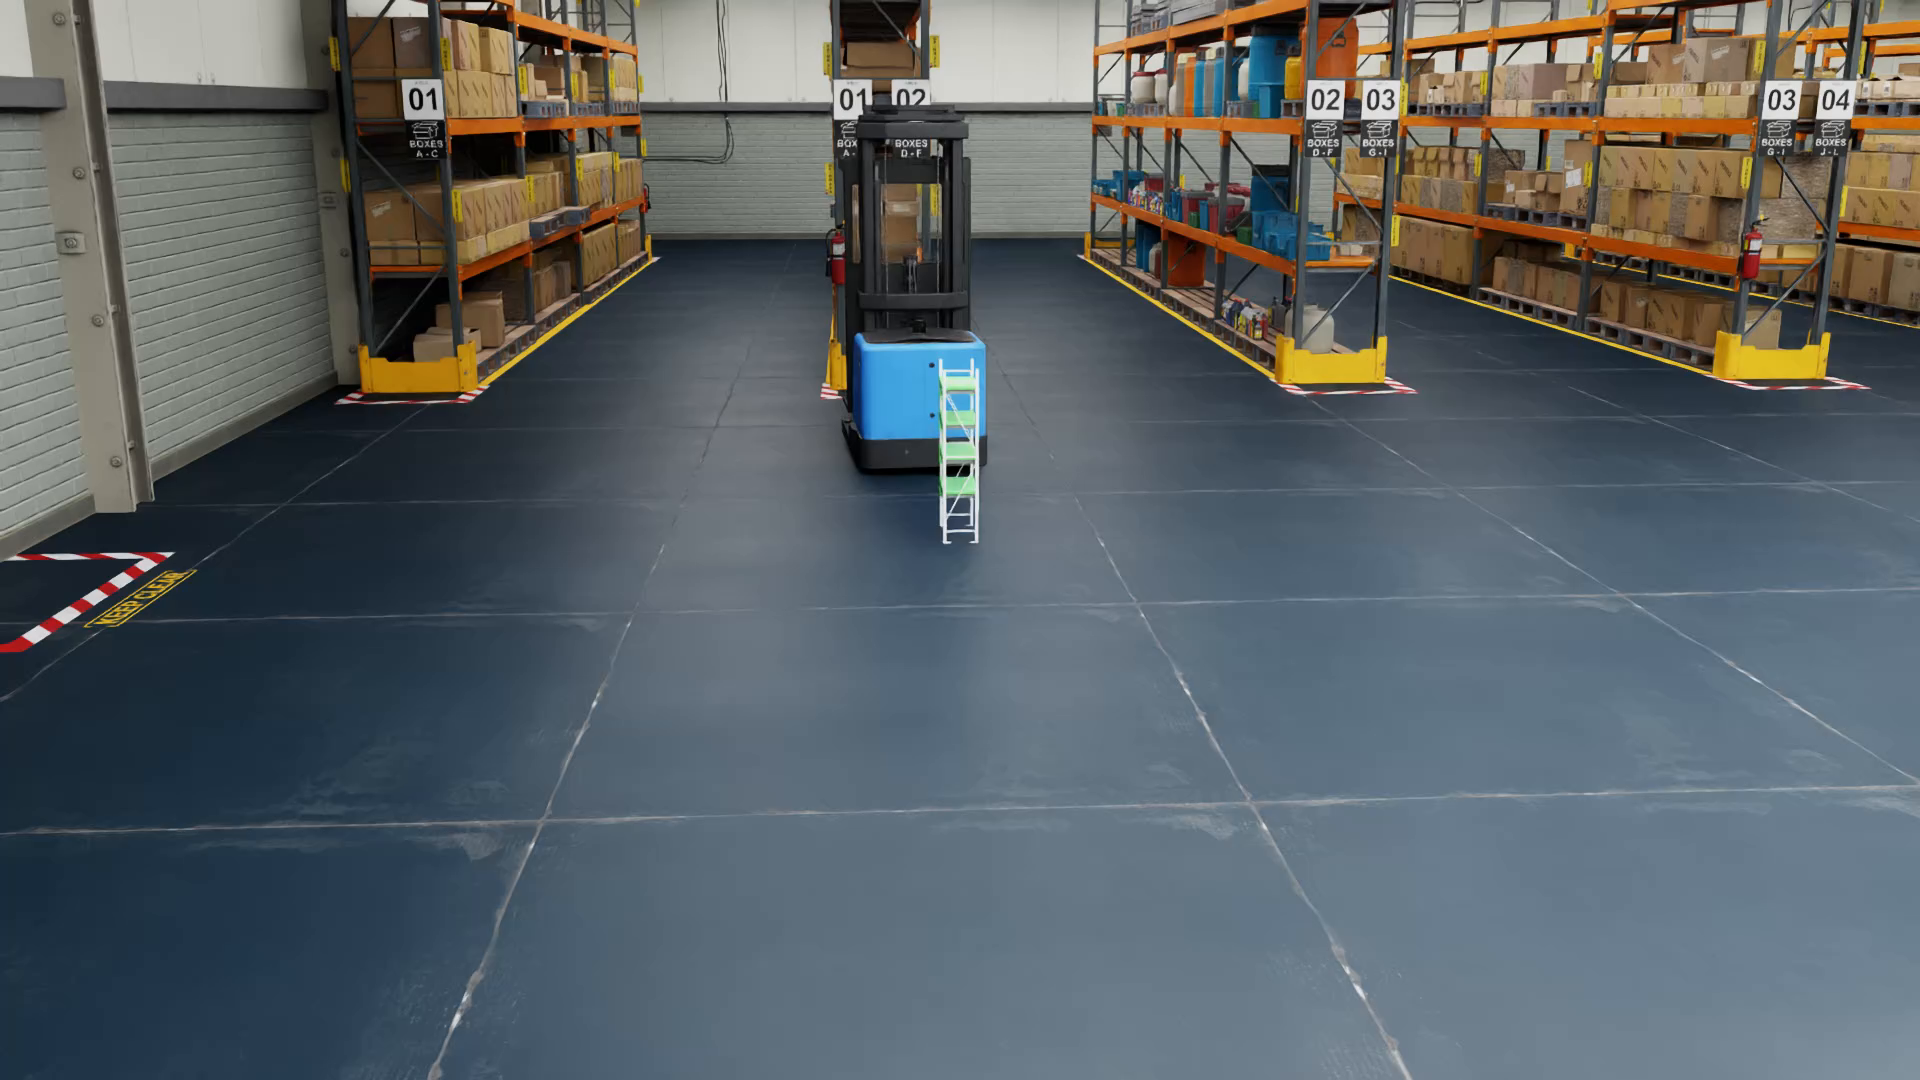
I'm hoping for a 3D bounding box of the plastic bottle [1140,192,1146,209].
[{"bbox_3d":[3.105,-5.706,27.934,0.152,0.276,0.135,-1,14,-3],"label":"plastic bottle"}]

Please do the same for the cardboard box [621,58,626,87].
[{"bbox_3d":[-6.341,-8.450,30.080,0.500,0.500,0.500,-1,14,-3],"label":"cardboard box"}]

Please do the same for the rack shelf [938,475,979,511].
[{"bbox_3d":[-0.010,-0.328,11.613,0.258,0.148,0.480,-1,14,-3],"label":"rack shelf"}]

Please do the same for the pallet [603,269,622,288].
[{"bbox_3d":[-6.380,-4.481,28.520,1.003,0.211,1.213,-1,14,-3],"label":"pallet"}]

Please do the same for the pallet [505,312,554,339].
[{"bbox_3d":[-6.057,-2.876,22.281,1.003,0.211,1.213,-1,14,-3],"label":"pallet"}]

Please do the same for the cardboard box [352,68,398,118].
[{"bbox_3d":[-6.038,-4.649,17.314,0.500,0.500,0.500,0,14,1],"label":"cardboard box"}]

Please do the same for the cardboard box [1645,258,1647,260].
[{"bbox_3d":[12.988,-5.284,30.923,0.380,0.149,0.250,0,14,-2],"label":"cardboard box"}]

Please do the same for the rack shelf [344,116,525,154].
[{"bbox_3d":[-5.883,-4.640,18.964,1.077,0.370,4.000,-1,14,-3],"label":"rack shelf"}]

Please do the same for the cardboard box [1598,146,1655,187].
[{"bbox_3d":[8.598,-4.823,21.448,0.500,0.500,0.500,-1,14,-3],"label":"cardboard box"}]

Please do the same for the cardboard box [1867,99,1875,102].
[{"bbox_3d":[18.014,-8.688,32.389,0.500,0.311,0.500,-1,14,-2],"label":"cardboard box"}]

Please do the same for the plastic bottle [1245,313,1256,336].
[{"bbox_3d":[3.580,-2.633,20.322,0.152,0.276,0.135,-1,14,-5],"label":"plastic bottle"}]

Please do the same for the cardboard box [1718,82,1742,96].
[{"bbox_3d":[8.718,-5.038,18.568,0.380,0.149,0.250,-2,15,-6],"label":"cardboard box"}]

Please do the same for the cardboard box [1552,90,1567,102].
[{"bbox_3d":[8.608,-6.270,23.482,0.380,0.166,0.250,-1,14,-5],"label":"cardboard box"}]

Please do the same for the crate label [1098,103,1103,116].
[{"bbox_3d":[2.872,-8.316,32.108,0.408,0.251,0.502,-1,14,-3],"label":"crate label"}]

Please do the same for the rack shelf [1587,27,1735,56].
[{"bbox_3d":[13.161,-9.356,31.281,1.077,0.370,4.000,-1,14,-3],"label":"rack shelf"}]

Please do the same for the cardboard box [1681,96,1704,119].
[{"bbox_3d":[8.731,-5.015,19.280,0.500,0.250,0.500,-1,14,-2],"label":"cardboard box"}]

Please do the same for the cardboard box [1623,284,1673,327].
[{"bbox_3d":[8.852,-3.013,21.389,0.500,0.500,0.500,4,15,14],"label":"cardboard box"}]

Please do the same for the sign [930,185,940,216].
[{"bbox_3d":[-0.261,-3.580,17.525,0.100,0.325,0.005,-1,14,-3],"label":"sign"}]

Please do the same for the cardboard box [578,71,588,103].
[{"bbox_3d":[-6.459,-7.379,27.081,0.700,0.500,0.500,-1,14,-4],"label":"cardboard box"}]

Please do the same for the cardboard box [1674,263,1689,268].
[{"bbox_3d":[13.066,-5.108,29.534,0.500,0.500,0.500,0,14,-1],"label":"cardboard box"}]

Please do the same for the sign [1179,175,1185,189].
[{"bbox_3d":[3.934,-6.318,29.505,0.100,0.325,0.005,-1,14,-3],"label":"sign"}]

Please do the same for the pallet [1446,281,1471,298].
[{"bbox_3d":[8.603,-4.104,27.053,1.003,0.211,1.213,-1,14,-3],"label":"pallet"}]

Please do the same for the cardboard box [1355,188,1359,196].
[{"bbox_3d":[7.855,-6.712,32.097,0.380,0.149,0.250,-1,14,-4],"label":"cardboard box"}]

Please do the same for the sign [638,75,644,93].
[{"bbox_3d":[-6.208,-8.865,32.325,0.100,0.325,0.005,-1,14,-3],"label":"sign"}]

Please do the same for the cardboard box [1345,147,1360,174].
[{"bbox_3d":[7.872,-7.433,32.596,0.500,0.500,0.500,-1,14,-5],"label":"cardboard box"}]

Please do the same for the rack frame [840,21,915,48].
[{"bbox_3d":[-1.063,-7.016,20.734,1.000,3.000,0.127,-1,14,-3],"label":"rack frame"}]

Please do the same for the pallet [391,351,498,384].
[{"bbox_3d":[-5.779,-1.909,18.523,1.003,0.211,1.213,-1,14,-3],"label":"pallet"}]

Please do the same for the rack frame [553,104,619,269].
[{"bbox_3d":[-6.503,-6.023,28.914,1.000,3.000,0.127,-1,14,-3],"label":"rack frame"}]

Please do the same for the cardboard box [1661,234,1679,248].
[{"bbox_3d":[8.650,-3.585,19.944,0.380,0.149,0.250,-1,14,-3],"label":"cardboard box"}]

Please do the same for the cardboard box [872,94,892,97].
[{"bbox_3d":[-1.092,-5.847,21.670,0.500,0.250,0.500,1,14,2],"label":"cardboard box"}]

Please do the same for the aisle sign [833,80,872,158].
[{"bbox_3d":[-1.105,-4.354,17.210,0.394,0.787,0.004,-1,14,-3],"label":"aisle sign"}]

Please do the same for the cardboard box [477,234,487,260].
[{"bbox_3d":[-5.519,-3.230,18.322,0.500,0.250,0.500,-1,14,-5],"label":"cardboard box"}]

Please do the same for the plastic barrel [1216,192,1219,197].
[{"bbox_3d":[3.936,-4.877,24.239,0.421,0.512,0.421,0,14,0],"label":"plastic barrel"}]

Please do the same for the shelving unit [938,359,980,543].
[{"bbox_3d":[-0.010,-0.622,11.537,0.258,1.200,0.503,-1,14,-3],"label":"shelving unit"}]

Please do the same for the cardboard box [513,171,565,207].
[{"bbox_3d":[-6.216,-5.172,24.526,0.700,0.500,0.500,-3,15,-10],"label":"cardboard box"}]

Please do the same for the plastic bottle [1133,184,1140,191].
[{"bbox_3d":[3.086,-6.049,29.115,0.144,0.351,0.185,-1,14,-3],"label":"plastic bottle"}]

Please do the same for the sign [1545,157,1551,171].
[{"bbox_3d":[9.117,-5.790,25.846,0.100,0.325,0.005,-1,14,-3],"label":"sign"}]

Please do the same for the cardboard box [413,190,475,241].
[{"bbox_3d":[-5.489,-3.462,17.717,0.500,0.500,0.500,-1,14,-3],"label":"cardboard box"}]

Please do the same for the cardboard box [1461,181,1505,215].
[{"bbox_3d":[8.298,-5.424,26.389,0.500,0.500,0.500,0,14,-2],"label":"cardboard box"}]

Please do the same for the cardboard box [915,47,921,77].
[{"bbox_3d":[-0.646,-5.305,18.781,0.500,0.500,0.500,-1,14,-3],"label":"cardboard box"}]

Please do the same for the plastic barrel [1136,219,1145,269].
[{"bbox_3d":[3.402,-5.227,29.190,0.600,0.901,0.708,-1,14,-3],"label":"plastic barrel"}]

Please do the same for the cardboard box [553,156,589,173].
[{"bbox_3d":[-6.060,-5.844,25.876,0.500,0.250,0.500,-1,14,-4],"label":"cardboard box"}]

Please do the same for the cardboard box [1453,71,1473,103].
[{"bbox_3d":[8.325,-7.325,26.915,0.500,0.500,0.500,0,14,0],"label":"cardboard box"}]

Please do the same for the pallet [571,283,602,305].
[{"bbox_3d":[-6.229,-3.874,26.161,1.003,0.211,1.213,-1,14,-3],"label":"pallet"}]

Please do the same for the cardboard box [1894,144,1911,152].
[{"bbox_3d":[17.891,-7.177,31.193,0.500,0.500,0.500,-1,14,-4],"label":"cardboard box"}]

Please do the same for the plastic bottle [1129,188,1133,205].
[{"bbox_3d":[2.990,-5.988,29.014,0.061,0.283,0.133,-1,14,-3],"label":"plastic bottle"}]

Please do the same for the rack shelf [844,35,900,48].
[{"bbox_3d":[-1.435,-7.966,26.673,1.077,0.370,4.000,-1,14,-3],"label":"rack shelf"}]

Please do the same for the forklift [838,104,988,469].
[{"bbox_3d":[-0.484,-2.316,14.646,1.130,2.935,3.031,-2,15,-7],"label":"forklift"}]

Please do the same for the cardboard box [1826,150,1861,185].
[{"bbox_3d":[13.551,-5.729,25.567,0.700,0.500,0.500,-1,14,-4],"label":"cardboard box"}]

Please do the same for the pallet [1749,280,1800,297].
[{"bbox_3d":[13.486,-4.152,27.242,1.003,0.211,1.213,-1,14,-3],"label":"pallet"}]

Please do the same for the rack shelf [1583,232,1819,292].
[{"bbox_3d":[8.948,-3.417,20.229,1.077,0.370,4.000,-1,14,-3],"label":"rack shelf"}]

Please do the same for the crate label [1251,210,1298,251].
[{"bbox_3d":[3.745,-3.662,19.667,0.502,0.435,0.616,-1,14,-3],"label":"crate label"}]

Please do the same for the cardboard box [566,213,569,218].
[{"bbox_3d":[-6.044,-5.001,25.408,0.380,0.149,0.250,-1,14,-4],"label":"cardboard box"}]

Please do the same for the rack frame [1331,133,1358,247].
[{"bbox_3d":[8.081,-7.247,33.672,1.000,3.000,0.127,-1,14,-3],"label":"rack frame"}]
